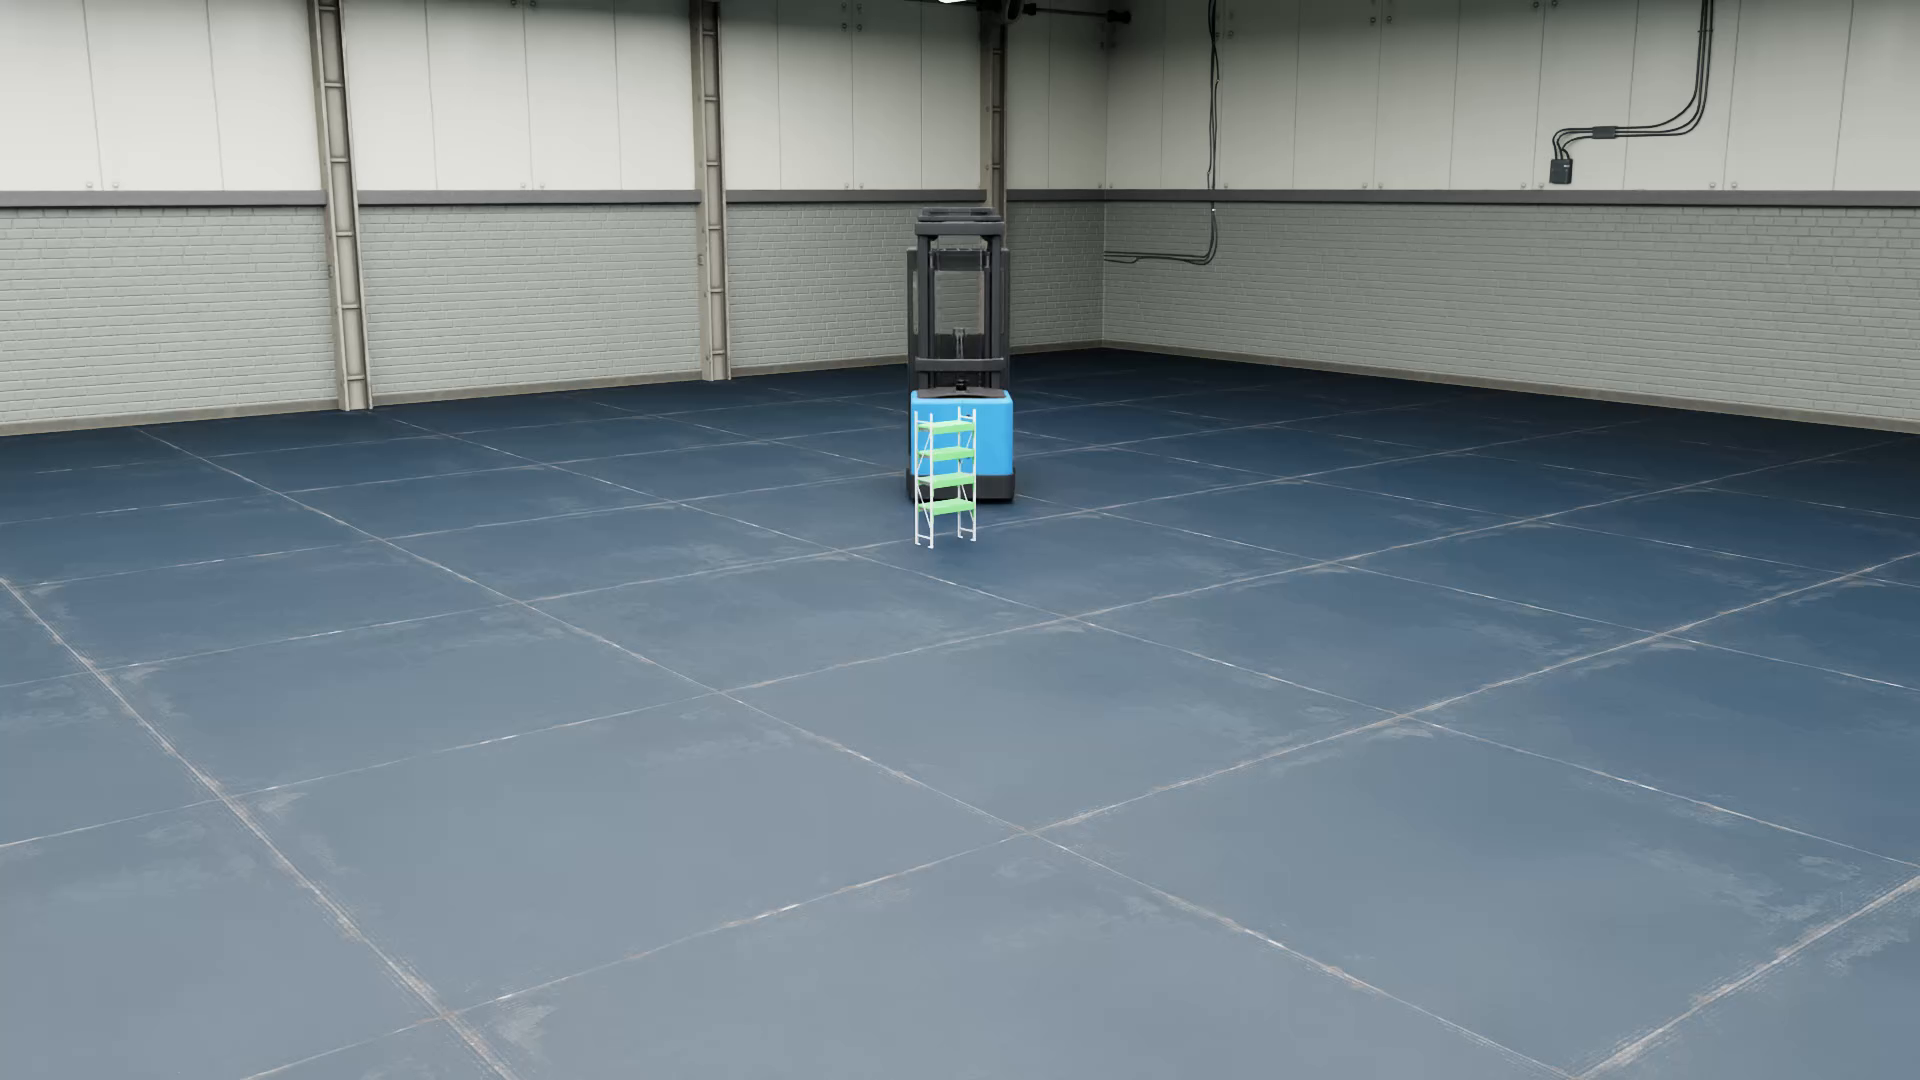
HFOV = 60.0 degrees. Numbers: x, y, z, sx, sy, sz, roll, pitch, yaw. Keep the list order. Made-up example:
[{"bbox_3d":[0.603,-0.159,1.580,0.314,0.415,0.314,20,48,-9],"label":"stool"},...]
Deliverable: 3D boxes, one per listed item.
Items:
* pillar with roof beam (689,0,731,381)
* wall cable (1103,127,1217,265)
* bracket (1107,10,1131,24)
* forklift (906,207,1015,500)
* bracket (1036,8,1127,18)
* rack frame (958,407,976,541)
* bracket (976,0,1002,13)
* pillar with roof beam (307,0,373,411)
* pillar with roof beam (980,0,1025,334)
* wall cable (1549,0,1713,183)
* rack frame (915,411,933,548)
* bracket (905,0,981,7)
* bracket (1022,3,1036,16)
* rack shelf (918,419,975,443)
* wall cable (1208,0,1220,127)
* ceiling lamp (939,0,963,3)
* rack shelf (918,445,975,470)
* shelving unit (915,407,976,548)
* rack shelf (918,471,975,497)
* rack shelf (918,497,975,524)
[{"bbox_3d":[-1.381,-6.387,23.541,0.548,9.000,9.100,-9,15,-38],"label":"pillar with roof beam"},{"bbox_3d":[3.741,-6.512,31.609,0.112,2.526,3.097,-9,15,-38],"label":"wall cable"},{"bbox_3d":[3.011,-9.928,31.553,0.430,0.232,0.235,-9,15,-38],"label":"bracket"},{"bbox_3d":[-0.024,-2.091,17.919,1.130,2.935,3.031,0,12,-2],"label":"forklift"},{"bbox_3d":[2.550,-9.851,31.192,3.189,0.066,0.076,-9,15,-38],"label":"bracket"},{"bbox_3d":[0.061,-0.597,15.052,0.015,1.200,0.240,-9,15,-38],"label":"rack frame"},{"bbox_3d":[0.512,-9.513,29.597,0.430,0.232,0.235,-9,15,-38],"label":"bracket"},{"bbox_3d":[-6.066,-5.608,19.875,0.400,9.000,9.100,-9,15,-38],"label":"pillar with roof beam"},{"bbox_3d":[3.304,-7.165,27.208,0.548,9.000,9.100,-9,15,-38],"label":"pillar with roof beam"},{"bbox_3d":[9.659,-8.153,23.672,0.169,6.003,2.305,-9,15,-38],"label":"wall cable"},{"bbox_3d":[-0.320,-0.534,14.754,0.015,1.200,0.240,-9,15,-38],"label":"rack frame"},{"bbox_3d":[-1.500,-9.178,28.023,4.783,0.066,0.076,-9,15,-38],"label":"bracket"},{"bbox_3d":[1.161,-9.620,30.104,0.430,0.232,0.235,-9,15,-38],"label":"bracket"},{"bbox_3d":[-0.129,-0.972,14.817,0.480,0.148,0.258,-9,15,-38],"label":"rack shelf"},{"bbox_3d":[5.431,-8.544,29.018,0.112,2.526,3.097,-9,15,-38],"label":"wall cable"},{"bbox_3d":[0.564,-9.447,23.900,0.800,3.185,2.000,-9,15,-38],"label":"ceiling lamp"},{"bbox_3d":[-0.129,-0.738,14.866,0.480,0.148,0.258,-9,15,-38],"label":"rack shelf"},{"bbox_3d":[-0.129,-0.565,14.903,0.503,1.200,0.258,-9,15,-38],"label":"shelving unit"},{"bbox_3d":[-0.129,-0.503,14.916,0.480,0.148,0.258,-9,15,-38],"label":"rack shelf"},{"bbox_3d":[-0.129,-0.268,14.966,0.480,0.148,0.258,-9,15,-38],"label":"rack shelf"}]
